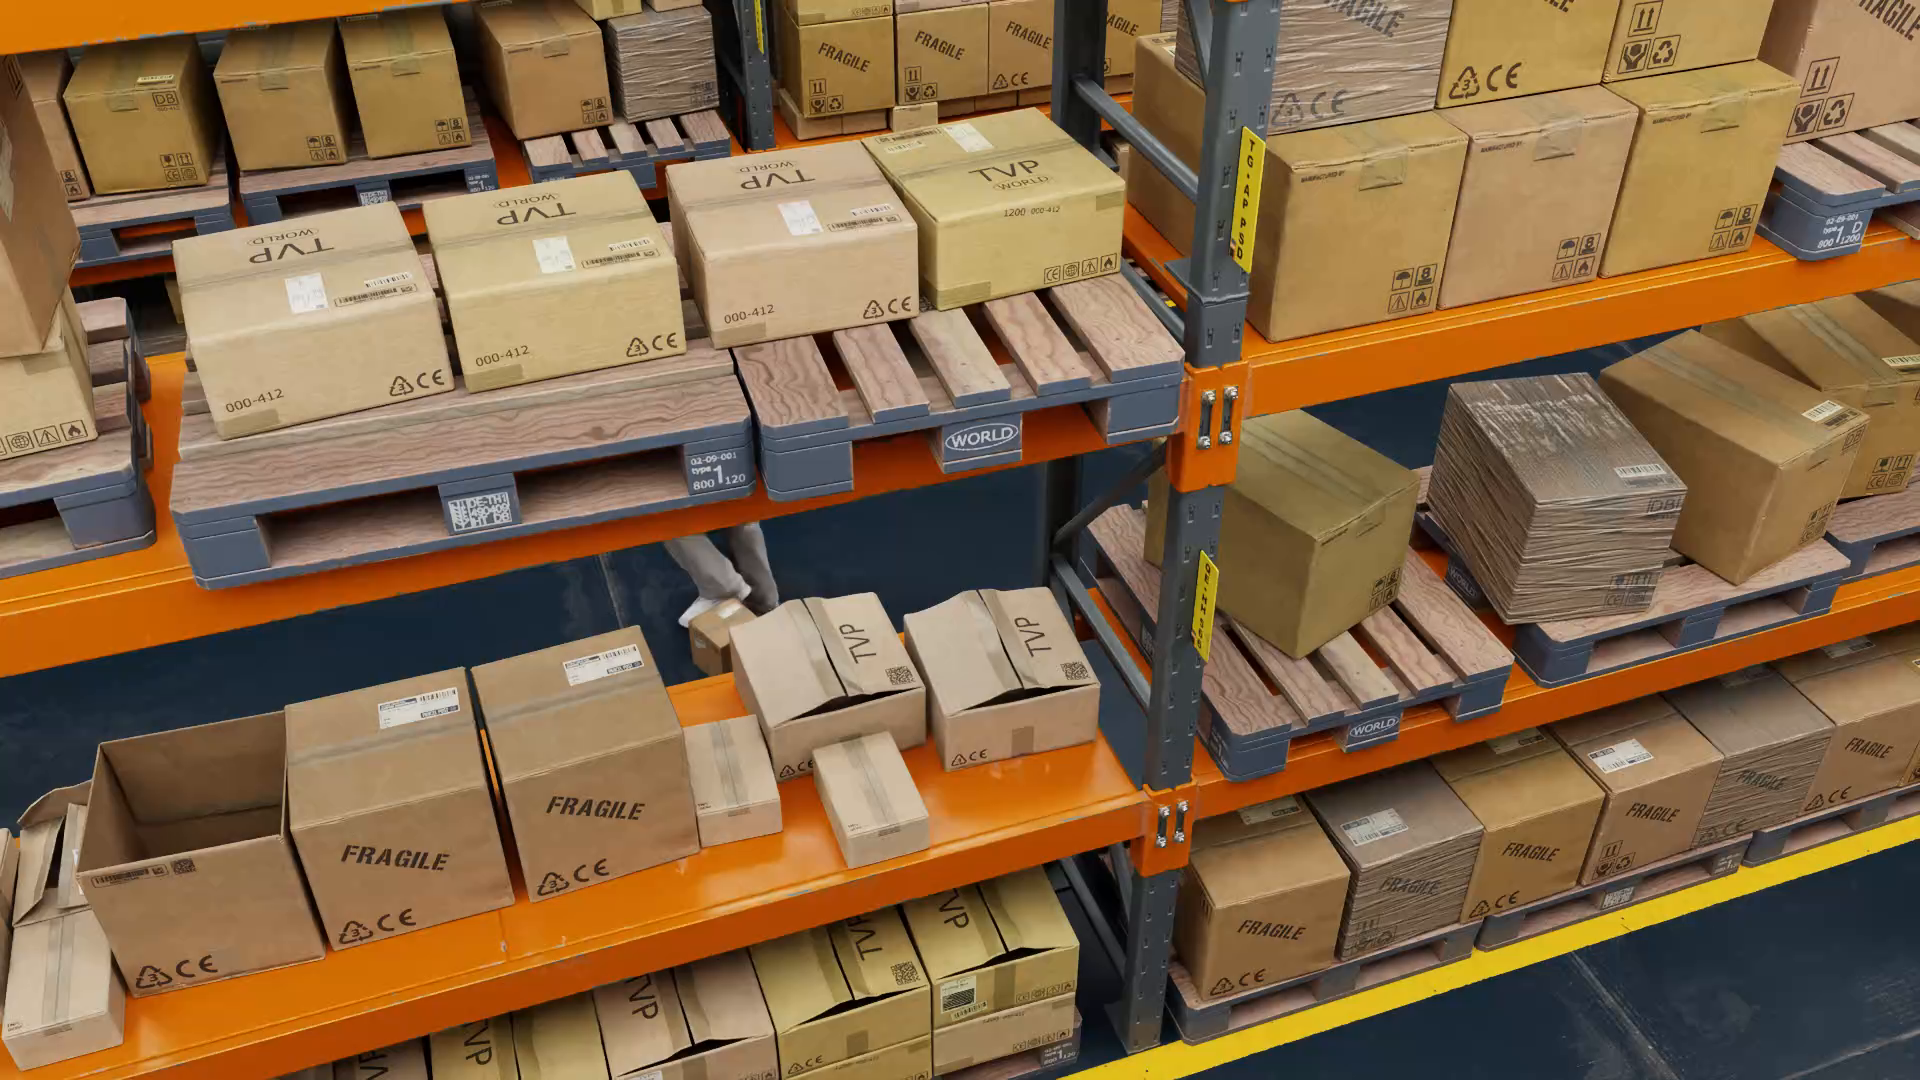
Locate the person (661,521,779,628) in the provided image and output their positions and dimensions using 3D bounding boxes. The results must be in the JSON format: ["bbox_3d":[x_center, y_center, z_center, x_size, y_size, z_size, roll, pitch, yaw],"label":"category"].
[{"bbox_3d":[-1.084,-0.409,7.300,0.551,1.762,0.616,16,40,20],"label":"person"}]
